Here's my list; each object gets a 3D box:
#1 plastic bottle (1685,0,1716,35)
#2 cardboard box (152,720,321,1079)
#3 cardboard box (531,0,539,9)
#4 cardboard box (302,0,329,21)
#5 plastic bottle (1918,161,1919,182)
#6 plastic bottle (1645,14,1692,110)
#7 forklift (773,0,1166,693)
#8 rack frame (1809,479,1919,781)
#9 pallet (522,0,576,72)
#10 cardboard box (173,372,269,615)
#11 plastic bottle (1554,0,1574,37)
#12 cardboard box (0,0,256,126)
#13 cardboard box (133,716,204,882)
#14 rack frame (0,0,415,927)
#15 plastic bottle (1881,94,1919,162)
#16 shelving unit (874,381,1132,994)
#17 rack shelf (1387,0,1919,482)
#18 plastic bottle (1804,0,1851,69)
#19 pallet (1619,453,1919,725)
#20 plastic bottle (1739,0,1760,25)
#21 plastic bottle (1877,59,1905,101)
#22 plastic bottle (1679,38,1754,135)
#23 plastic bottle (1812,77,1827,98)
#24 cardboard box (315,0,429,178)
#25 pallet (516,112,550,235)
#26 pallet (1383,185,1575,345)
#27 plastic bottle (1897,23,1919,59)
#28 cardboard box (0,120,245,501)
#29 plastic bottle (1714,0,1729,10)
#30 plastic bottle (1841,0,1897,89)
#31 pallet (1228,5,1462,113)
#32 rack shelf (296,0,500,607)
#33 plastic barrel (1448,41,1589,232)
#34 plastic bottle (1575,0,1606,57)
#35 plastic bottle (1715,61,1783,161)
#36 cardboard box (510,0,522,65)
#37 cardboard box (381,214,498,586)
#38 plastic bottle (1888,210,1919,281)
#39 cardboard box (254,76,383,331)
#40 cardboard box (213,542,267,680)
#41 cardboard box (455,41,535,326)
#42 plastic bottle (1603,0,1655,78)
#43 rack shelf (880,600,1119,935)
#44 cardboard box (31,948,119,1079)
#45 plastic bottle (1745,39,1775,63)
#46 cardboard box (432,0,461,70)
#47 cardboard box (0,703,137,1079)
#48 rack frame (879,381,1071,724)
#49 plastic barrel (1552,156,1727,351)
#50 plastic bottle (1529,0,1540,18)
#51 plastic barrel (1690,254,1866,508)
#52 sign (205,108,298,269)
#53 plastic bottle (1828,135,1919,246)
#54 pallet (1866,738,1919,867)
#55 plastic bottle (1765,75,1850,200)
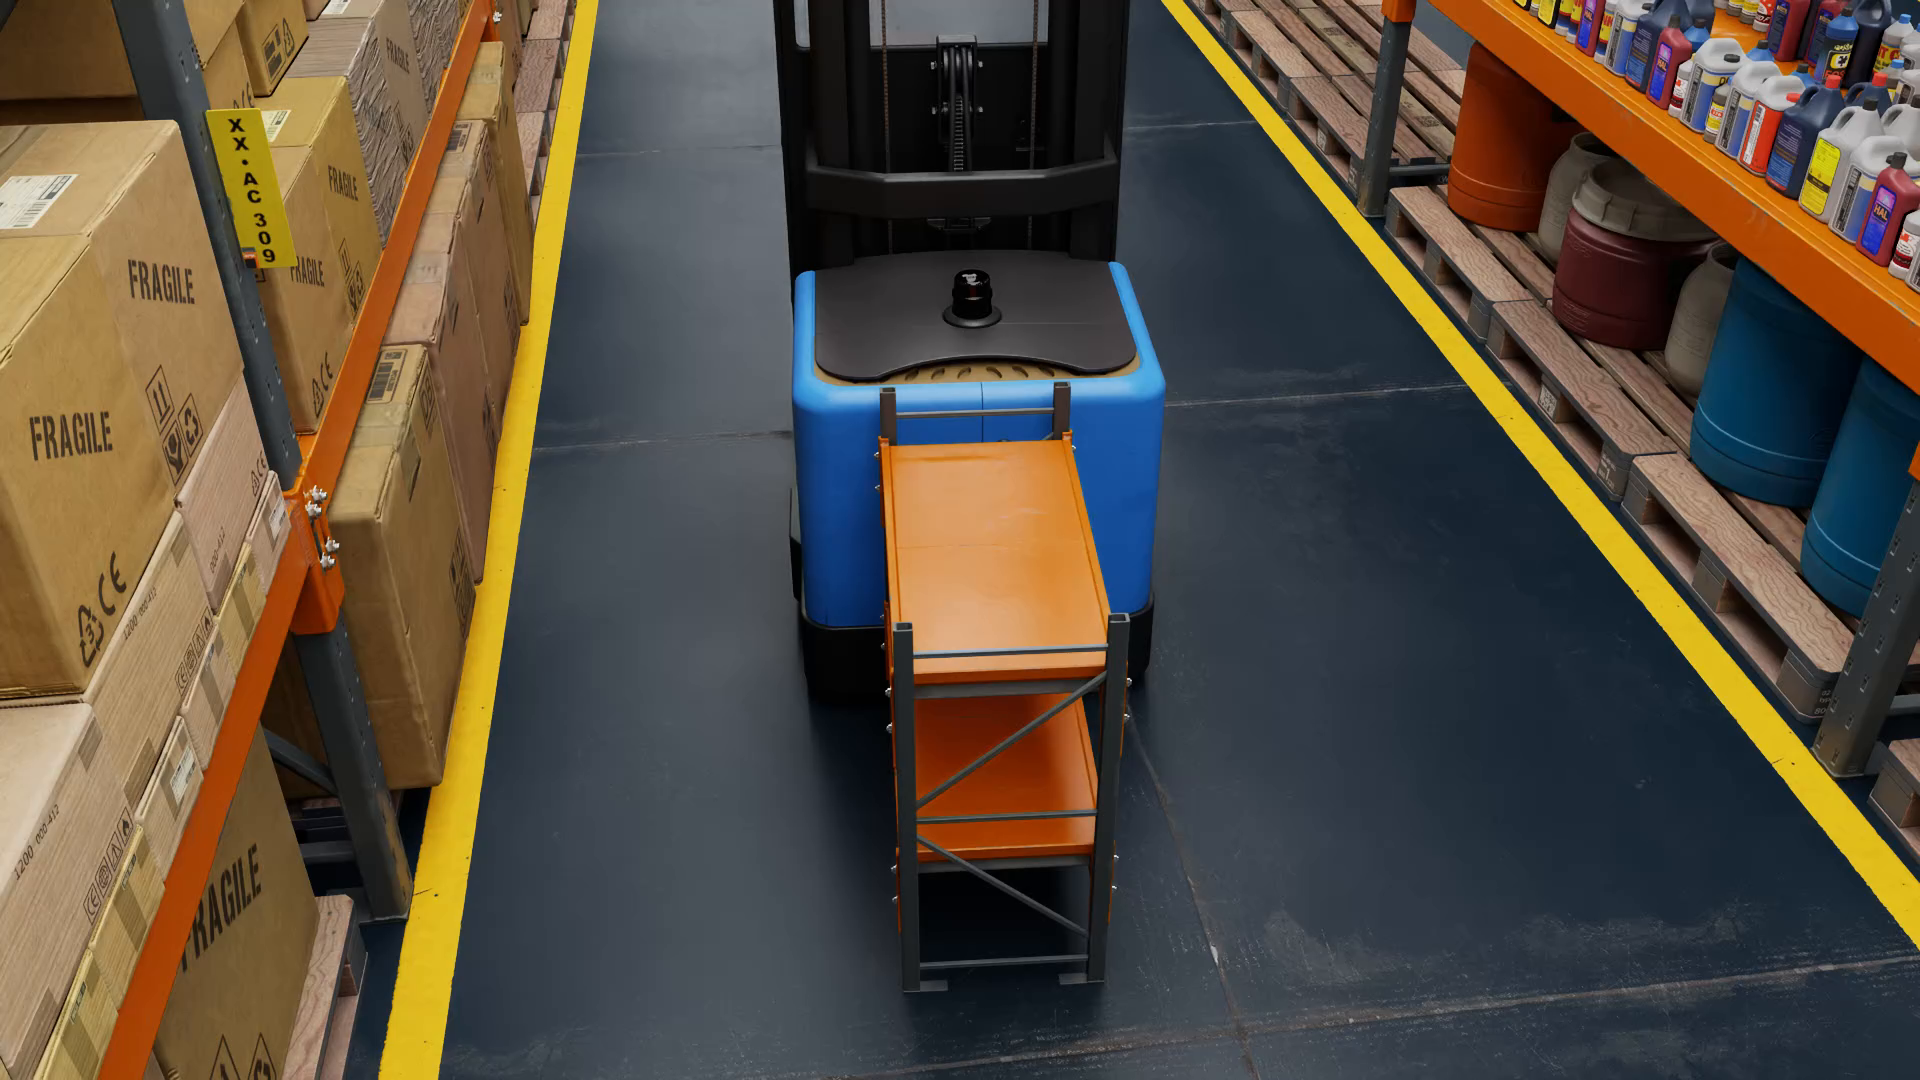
[{"bbox_3d":[2.513,-1.794,5.762,0.144,0.351,0.185,-4,35,-6],"label":"plastic bottle"},{"bbox_3d":[-1.922,0.829,3.383,0.875,0.875,0.875,-4,35,-6],"label":"cardboard box"},{"bbox_3d":[-2.946,-3.518,10.078,0.700,0.500,0.500,-7,35,-10],"label":"cardboard box"},{"bbox_3d":[-2.205,-1.791,4.735,0.797,0.503,0.637,-3,34,-5],"label":"cardboard box"},{"bbox_3d":[2.675,-0.962,4.674,0.097,0.201,0.097,0,34,0],"label":"plastic bottle"},{"bbox_3d":[2.361,-1.587,5.519,0.061,0.283,0.133,-4,35,-6],"label":"plastic bottle"},{"bbox_3d":[-0.043,-1.562,5.439,1.130,2.935,3.031,-2,34,-3],"label":"forklift"},{"bbox_3d":[2.977,-0.625,4.003,1.000,3.000,0.127,-4,35,-6],"label":"rack frame"},{"bbox_3d":[-2.901,-3.127,10.151,1.003,0.211,1.213,-4,35,-6],"label":"pallet"},{"bbox_3d":[-1.612,-0.084,3.079,0.500,0.250,0.500,-5,35,-7],"label":"cardboard box"},{"bbox_3d":[2.276,-2.010,6.150,0.097,0.271,0.097,0,34,0],"label":"plastic bottle"},{"bbox_3d":[-2.026,-1.061,3.664,0.797,0.503,0.637,-5,35,-8],"label":"cardboard box"},{"bbox_3d":[-1.462,0.430,2.679,0.380,0.149,0.250,-4,34,-5],"label":"cardboard box"},{"bbox_3d":[-1.931,-0.250,3.453,1.000,3.000,0.127,-4,35,-6],"label":"rack frame"},{"bbox_3d":[2.672,-1.103,4.749,0.144,0.351,0.185,-4,35,-6],"label":"plastic bottle"},{"bbox_3d":[0.074,0.352,4.235,0.538,1.125,1.048,-2,34,-3],"label":"shelving unit"},{"bbox_3d":[2.708,-1.444,5.843,1.077,0.370,4.000,-4,35,-6],"label":"rack shelf"},{"bbox_3d":[3.052,-1.795,5.824,0.061,0.283,0.133,-4,35,-6],"label":"plastic bottle"},{"bbox_3d":[2.914,0.094,5.425,1.003,0.211,1.213,-4,35,-6],"label":"pallet"},{"bbox_3d":[3.023,-2.061,6.287,0.097,0.201,0.097,0,34,0],"label":"plastic bottle"},{"bbox_3d":[3.015,-1.456,5.399,0.097,0.201,0.097,0,34,0],"label":"plastic bottle"},{"bbox_3d":[2.437,-1.459,5.337,0.152,0.276,0.135,-4,35,-6],"label":"plastic bottle"},{"bbox_3d":[2.607,-1.272,5.067,0.097,0.271,0.097,0,34,0],"label":"plastic bottle"},{"bbox_3d":[-1.956,-1.414,5.073,0.500,0.500,0.500,-4,34,-5],"label":"cardboard box"},{"bbox_3d":[-2.573,-1.766,8.153,1.003,0.211,1.213,-4,35,-6],"label":"pallet"},{"bbox_3d":[2.586,-1.268,7.423,1.003,0.211,1.213,-4,35,-6],"label":"pallet"},{"bbox_3d":[3.148,-1.572,5.507,0.097,0.271,0.097,0,34,0],"label":"plastic bottle"},{"bbox_3d":[-1.605,-0.384,2.853,0.500,0.500,0.500,-3,34,-5],"label":"cardboard box"},{"bbox_3d":[2.997,-2.198,6.427,0.097,0.271,0.097,0,34,0],"label":"plastic bottle"},{"bbox_3d":[3.092,-1.736,5.677,0.144,0.351,0.185,-4,35,-6],"label":"plastic bottle"},{"bbox_3d":[2.212,-2.819,9.699,1.003,0.211,1.213,-4,35,-6],"label":"pallet"},{"bbox_3d":[-2.200,-1.068,5.293,1.077,0.370,4.000,-4,35,-6],"label":"rack shelf"},{"bbox_3d":[2.521,-1.862,7.373,0.600,0.830,0.708,-4,35,-6],"label":"plastic barrel"},{"bbox_3d":[2.287,-1.894,5.970,0.061,0.283,0.133,-4,35,-6],"label":"plastic bottle"},{"bbox_3d":[2.468,-1.329,5.147,0.152,0.276,0.135,-4,35,-6],"label":"plastic bottle"},{"bbox_3d":[-2.825,-2.939,9.228,0.700,0.500,0.500,-7,35,-10],"label":"cardboard box"},{"bbox_3d":[-2.158,-0.399,5.186,1.225,0.875,0.875,-6,35,-8],"label":"cardboard box"},{"bbox_3d":[2.560,-0.801,4.438,0.097,0.201,0.097,0,34,0],"label":"plastic bottle"},{"bbox_3d":[-1.814,-0.847,4.241,0.500,0.500,0.500,-4,35,-6],"label":"cardboard box"},{"bbox_3d":[-1.531,0.143,3.099,0.380,0.149,0.250,-4,34,-5],"label":"cardboard box"},{"bbox_3d":[-2.397,-1.391,6.641,1.225,0.875,0.875,-6,35,-9],"label":"cardboard box"},{"bbox_3d":[2.363,-1.766,5.788,0.152,0.276,0.135,-4,35,-6],"label":"plastic bottle"},{"bbox_3d":[0.074,0.554,4.373,0.538,0.278,1.000,-2,34,-3],"label":"rack shelf"},{"bbox_3d":[-1.393,0.717,2.258,0.380,0.149,0.250,-5,35,-7],"label":"cardboard box"},{"bbox_3d":[2.558,-1.477,5.368,0.097,0.271,0.097,0,34,0],"label":"plastic bottle"},{"bbox_3d":[-2.096,-1.988,5.915,0.500,0.500,0.500,-5,35,-7],"label":"cardboard box"},{"bbox_3d":[-1.471,0.489,2.237,0.500,0.250,0.500,-4,34,-5],"label":"cardboard box"},{"bbox_3d":[0.040,0.066,4.654,0.500,1.125,0.032,-2,34,-3],"label":"rack frame"},{"bbox_3d":[2.673,-1.132,6.516,0.600,0.588,0.708,-4,35,-6],"label":"plastic barrel"},{"bbox_3d":[2.245,-2.109,6.358,0.097,0.201,0.097,0,34,0],"label":"plastic bottle"},{"bbox_3d":[2.825,-0.631,5.503,0.600,0.901,0.708,-4,35,-6],"label":"plastic barrel"},{"bbox_3d":[-1.382,-0.683,3.250,0.100,0.325,0.005,-4,35,-6],"label":"sign"},{"bbox_3d":[2.554,-0.973,4.624,0.152,0.276,0.135,-4,35,-6],"label":"plastic bottle"},{"bbox_3d":[3.114,0.935,4.191,1.003,0.211,1.213,-4,35,-6],"label":"pallet"},{"bbox_3d":[2.504,-1.196,4.885,0.144,0.351,0.185,-4,35,-6],"label":"plastic bottle"}]
